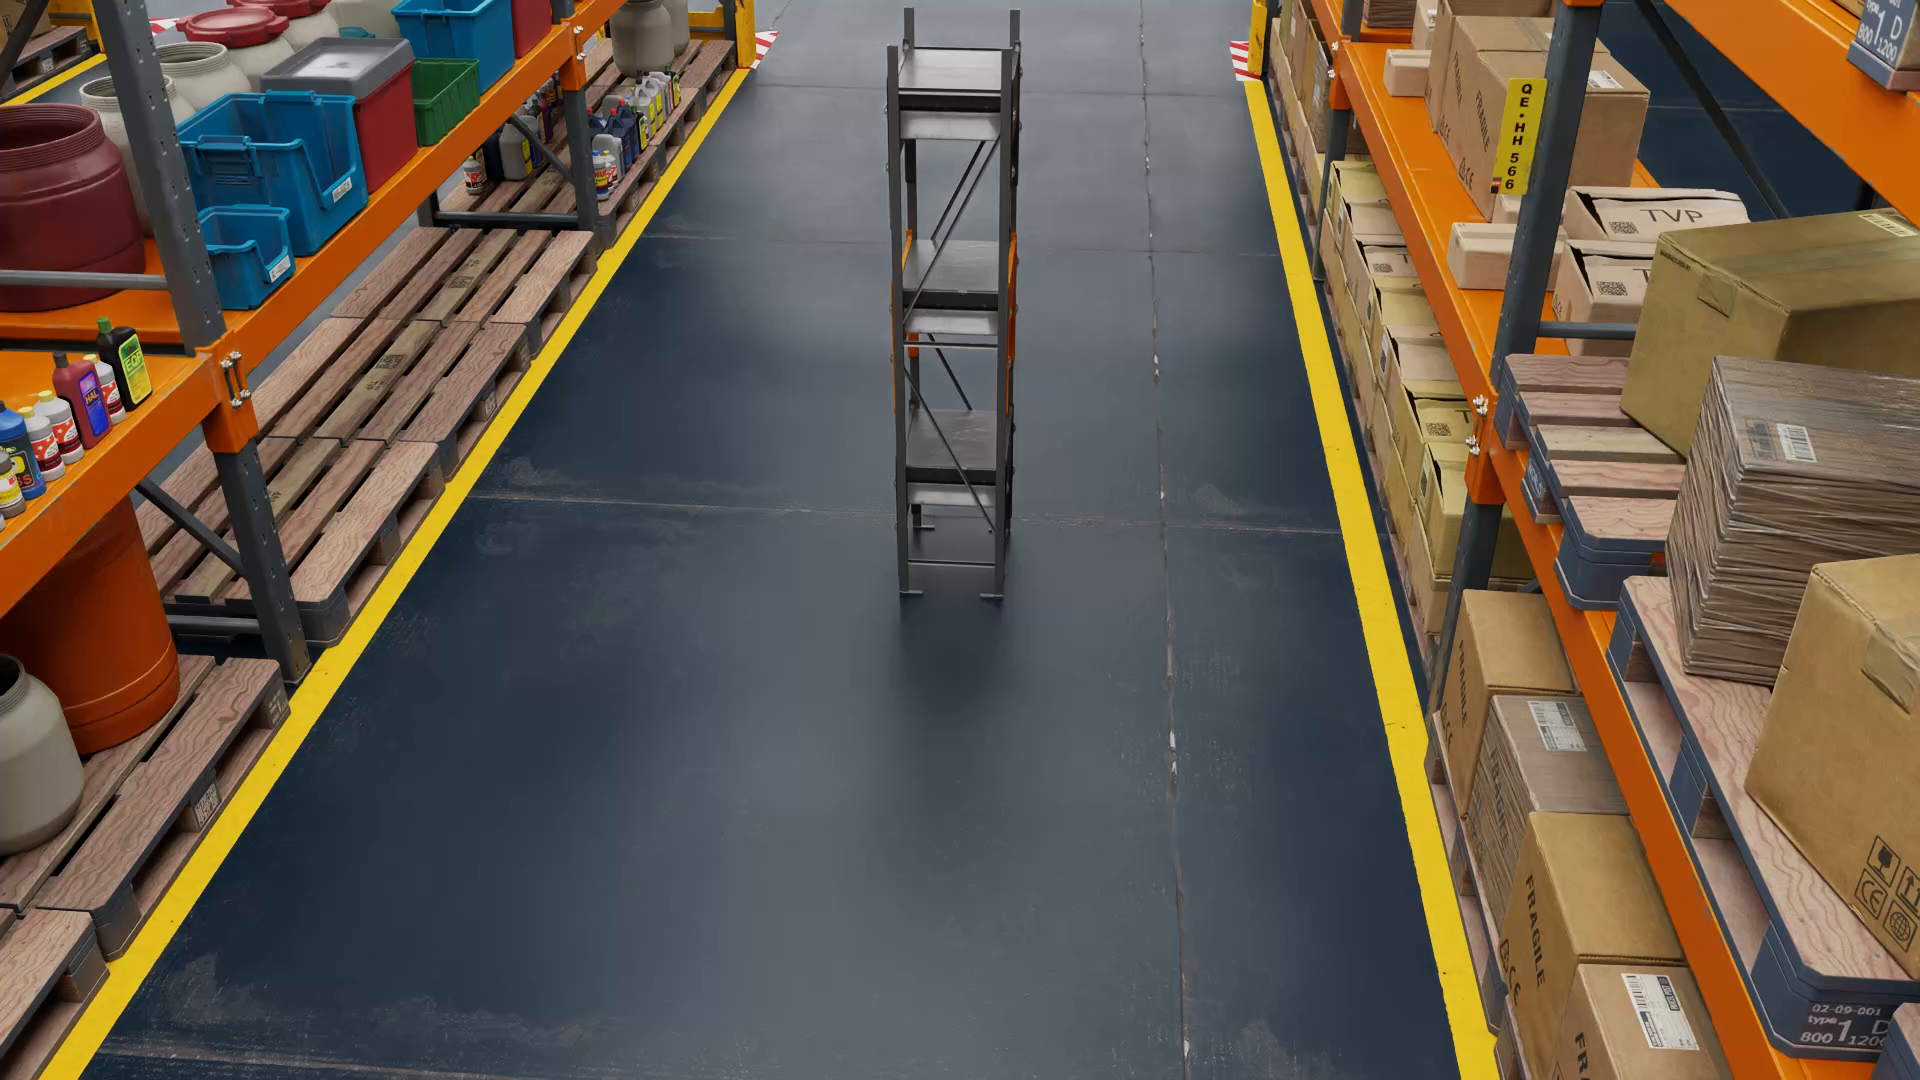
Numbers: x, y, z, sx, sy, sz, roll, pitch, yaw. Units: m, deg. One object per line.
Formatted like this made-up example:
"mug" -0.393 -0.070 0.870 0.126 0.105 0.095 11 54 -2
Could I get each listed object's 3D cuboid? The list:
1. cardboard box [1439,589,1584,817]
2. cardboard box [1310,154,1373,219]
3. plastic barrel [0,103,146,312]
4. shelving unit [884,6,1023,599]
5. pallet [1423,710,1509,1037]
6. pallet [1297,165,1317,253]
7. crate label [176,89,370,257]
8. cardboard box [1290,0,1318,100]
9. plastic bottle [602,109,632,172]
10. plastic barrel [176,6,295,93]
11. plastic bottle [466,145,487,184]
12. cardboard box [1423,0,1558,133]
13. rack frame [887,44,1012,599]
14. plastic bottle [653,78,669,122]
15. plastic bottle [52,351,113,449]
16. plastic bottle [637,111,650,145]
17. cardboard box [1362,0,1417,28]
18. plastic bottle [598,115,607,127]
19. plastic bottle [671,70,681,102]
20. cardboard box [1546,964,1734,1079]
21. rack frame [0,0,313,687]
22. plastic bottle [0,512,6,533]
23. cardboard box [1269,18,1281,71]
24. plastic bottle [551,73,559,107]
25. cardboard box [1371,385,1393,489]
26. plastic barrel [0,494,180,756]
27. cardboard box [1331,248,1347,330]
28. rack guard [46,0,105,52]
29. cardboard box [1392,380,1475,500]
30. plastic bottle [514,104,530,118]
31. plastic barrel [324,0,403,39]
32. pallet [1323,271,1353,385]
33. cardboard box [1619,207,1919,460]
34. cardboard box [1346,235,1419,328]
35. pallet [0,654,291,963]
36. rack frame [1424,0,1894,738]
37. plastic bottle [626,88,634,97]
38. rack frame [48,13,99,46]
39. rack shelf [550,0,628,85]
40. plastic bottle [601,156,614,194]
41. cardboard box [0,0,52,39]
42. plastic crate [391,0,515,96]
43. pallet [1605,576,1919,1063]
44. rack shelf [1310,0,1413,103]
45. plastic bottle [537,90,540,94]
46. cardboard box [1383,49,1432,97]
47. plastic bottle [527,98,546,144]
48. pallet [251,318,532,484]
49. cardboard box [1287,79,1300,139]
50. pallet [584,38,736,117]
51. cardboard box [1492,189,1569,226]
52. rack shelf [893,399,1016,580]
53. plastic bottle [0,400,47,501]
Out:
"cardboard box" 1.772 0.507 5.032 0.500 0.500 0.500 4 32 6
"cardboard box" 2.240 -1.948 9.272 0.500 0.250 0.500 2 32 4
"plastic barrel" -3.107 -1.123 5.583 0.600 0.536 0.708 2 32 4
"shelving unit" -0.013 -0.807 6.059 0.431 2.100 0.503 2 32 4
"pallet" 1.996 0.980 4.959 1.003 0.211 1.213 2 32 4
"pallet" 2.526 -1.914 9.655 1.003 0.211 1.213 2 32 4
"crate label" -2.492 -1.332 6.019 0.502 0.435 0.616 2 32 4
"cardboard box" 2.355 -3.051 10.348 0.500 0.500 0.500 2 32 4
"plastic bottle" -2.038 -2.365 9.834 0.144 0.351 0.185 3 32 5
"plastic barrel" -2.908 -1.858 6.776 0.433 0.535 0.433 0 32 0
"plastic bottle" -2.806 -2.198 9.627 0.061 0.283 0.133 4 32 6
"cardboard box" 2.298 -2.054 7.128 0.500 0.500 0.500 5 32 8
"rack frame" -0.033 -0.680 5.852 0.400 2.100 0.015 2 32 4
"plastic bottle" -1.963 -2.838 10.673 0.152 0.276 0.135 2 32 3
"plastic bottle" -2.469 -0.409 4.666 0.061 0.283 0.133 2 32 4
"plastic bottle" -1.976 -2.547 10.272 0.097 0.201 0.097 0 32 0
"cardboard box" 2.450 -2.962 8.603 0.700 0.500 0.500 2 32 3
"plastic bottle" -2.146 -2.412 9.986 0.097 0.271 0.097 0 32 0
"plastic bottle" -1.904 -3.010 11.022 0.097 0.201 0.097 0 32 0
"cardboard box" 1.652 1.316 3.719 0.500 0.500 0.500 1 32 2
"rack frame" -2.843 -0.809 5.204 1.000 3.000 0.127 2 32 4
"plastic bottle" -2.528 -0.141 4.242 0.097 0.271 0.097 0 32 0
"cardboard box" 2.480 -3.516 11.817 0.500 0.250 0.500 2 32 4
"plastic bottle" -2.686 -2.971 10.882 0.061 0.283 0.133 3 32 5
"cardboard box" 1.976 -0.422 6.796 0.500 0.250 0.500 3 32 5
"plastic barrel" -2.865 0.192 5.247 0.600 0.830 0.708 2 32 4
"cardboard box" 2.097 -1.228 8.104 0.500 0.250 0.500 3 32 5
"rack guard" -7.134 -4.100 12.927 1.175 0.500 0.348 2 32 4
"cardboard box" 1.927 -0.399 6.225 0.500 0.311 0.500 2 32 3
"plastic bottle" -2.710 -2.579 10.181 0.144 0.351 0.185 2 32 4
"plastic barrel" -2.813 -2.468 7.766 0.433 0.535 0.433 0 32 0
"pallet" 2.399 -1.113 8.356 1.003 0.211 1.213 2 32 4
"cardboard box" 2.155 -0.483 4.179 0.700 0.500 0.500 -8 33 -13
"cardboard box" 2.051 -1.197 7.519 0.500 0.311 0.500 1 32 2
"pallet" -2.865 0.792 5.264 1.003 0.211 1.213 2 32 4
"rack frame" 2.094 -0.596 4.858 1.000 3.000 0.127 2 32 4
"plastic bottle" -2.089 -2.802 10.685 0.097 0.201 0.097 0 32 0
"rack frame" -7.128 -5.204 12.336 1.000 3.000 0.127 2 32 4
"rack shelf" -2.354 -3.641 10.484 1.077 0.370 4.000 2 32 4
"plastic bottle" -2.046 -2.098 9.543 0.097 0.201 0.097 0 32 0
"cardboard box" -7.195 -3.993 12.353 0.500 0.500 0.500 8 33 13
"plastic crate" -2.297 -2.304 7.645 0.392 0.384 0.575 2 32 4
"pallet" 1.940 0.503 3.258 1.003 0.211 1.213 2 32 4
"rack shelf" 2.583 -3.427 10.138 1.077 0.370 4.000 2 32 4
"plastic bottle" -2.694 -2.771 10.634 0.097 0.201 0.097 0 32 0
"cardboard box" 2.144 -2.126 7.580 0.380 0.149 0.250 2 32 4
"plastic bottle" -2.606 -2.559 10.214 0.061 0.283 0.133 2 32 4
"pallet" -2.639 -0.662 7.623 1.003 0.211 1.213 2 32 4
"cardboard box" 2.356 -2.732 10.545 0.500 0.250 0.500 2 32 4
"pallet" -2.222 -3.339 11.967 1.003 0.211 1.213 2 32 4
"cardboard box" 2.142 -1.158 6.010 0.380 0.149 0.250 5 32 8
"rack shelf" -0.013 -0.200 6.433 0.431 0.518 0.480 2 32 4
"plastic bottle" -2.512 -0.243 4.408 0.097 0.271 0.097 0 32 0
